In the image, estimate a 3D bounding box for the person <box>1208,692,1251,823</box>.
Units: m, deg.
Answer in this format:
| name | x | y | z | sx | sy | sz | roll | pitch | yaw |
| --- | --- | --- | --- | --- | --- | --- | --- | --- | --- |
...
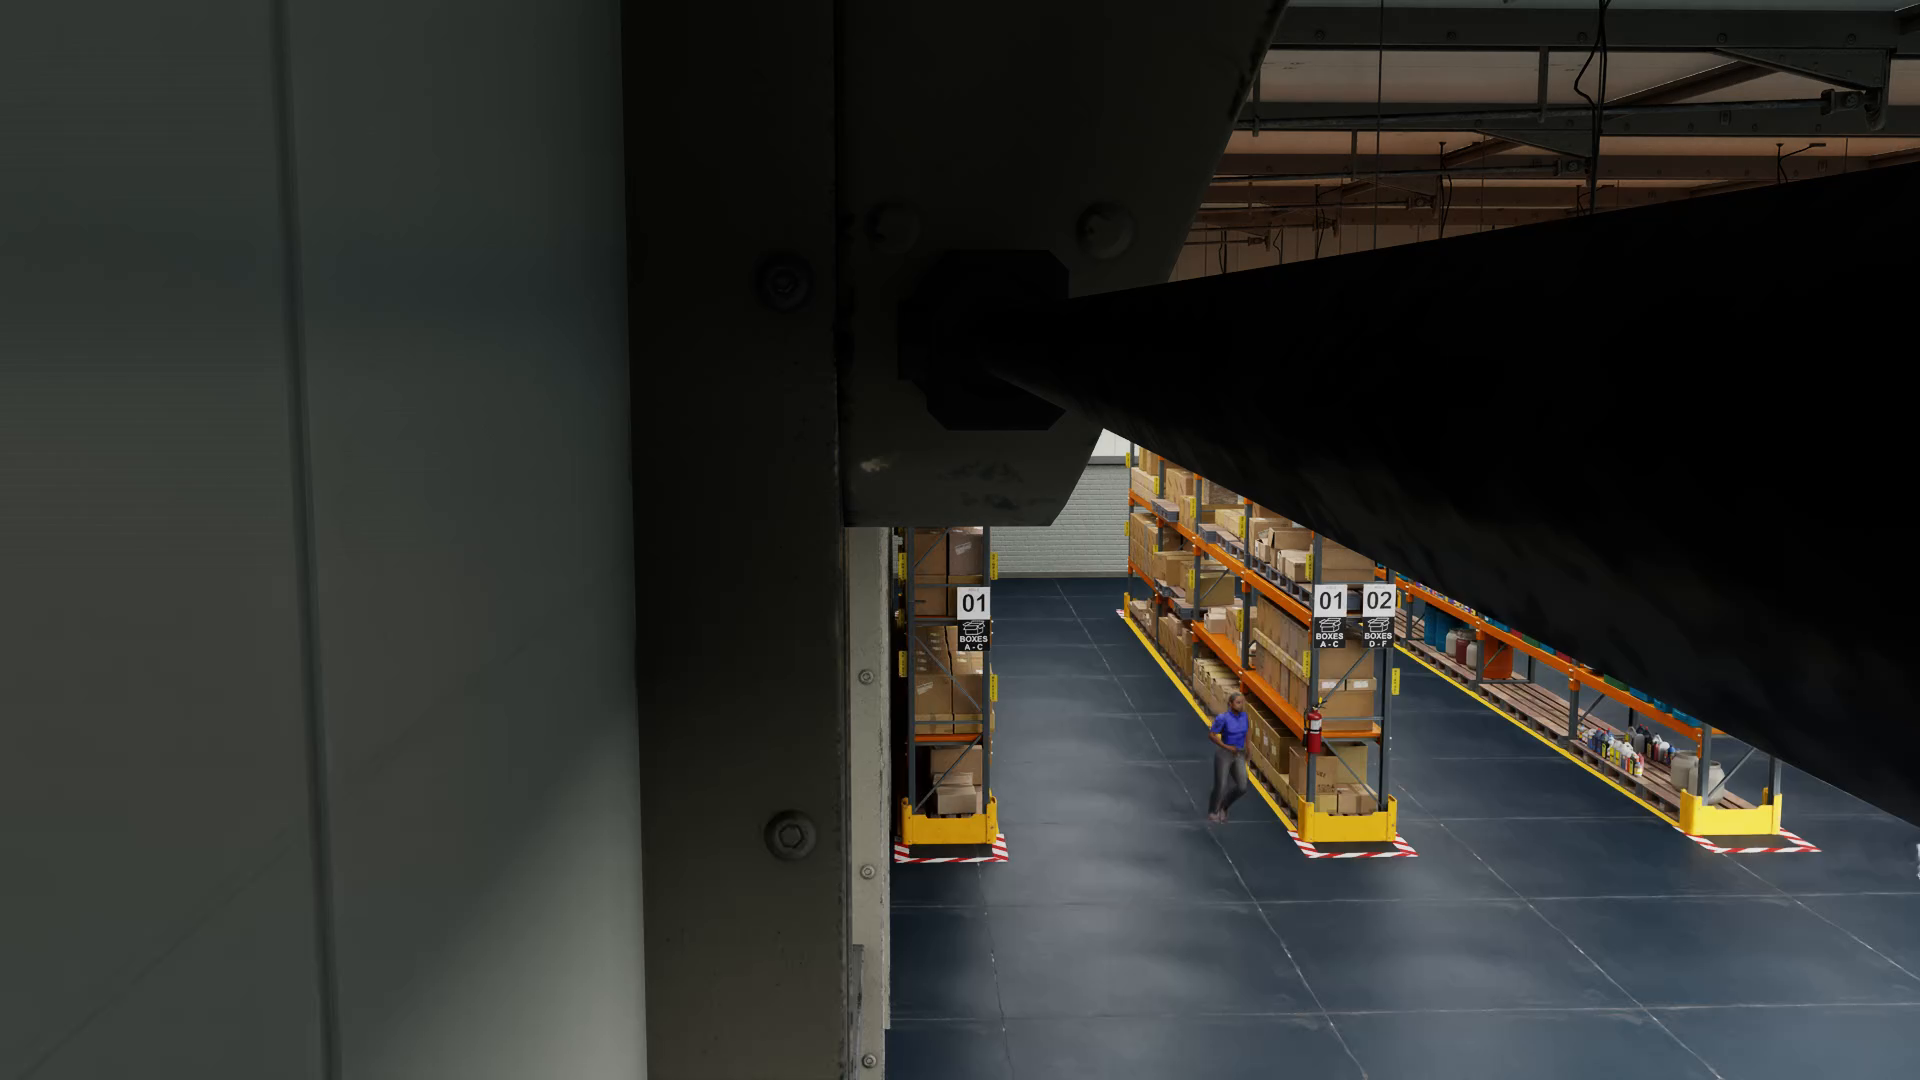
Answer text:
| name | x | y | z | sx | sy | sz | roll | pitch | yaw |
| --- | --- | --- | --- | --- | --- | --- | --- | --- | --- |
| person | 3.341 | 2.667 | 20.331 | 0.673 | 1.625 | 0.538 | -3 | 8 | -21 |
